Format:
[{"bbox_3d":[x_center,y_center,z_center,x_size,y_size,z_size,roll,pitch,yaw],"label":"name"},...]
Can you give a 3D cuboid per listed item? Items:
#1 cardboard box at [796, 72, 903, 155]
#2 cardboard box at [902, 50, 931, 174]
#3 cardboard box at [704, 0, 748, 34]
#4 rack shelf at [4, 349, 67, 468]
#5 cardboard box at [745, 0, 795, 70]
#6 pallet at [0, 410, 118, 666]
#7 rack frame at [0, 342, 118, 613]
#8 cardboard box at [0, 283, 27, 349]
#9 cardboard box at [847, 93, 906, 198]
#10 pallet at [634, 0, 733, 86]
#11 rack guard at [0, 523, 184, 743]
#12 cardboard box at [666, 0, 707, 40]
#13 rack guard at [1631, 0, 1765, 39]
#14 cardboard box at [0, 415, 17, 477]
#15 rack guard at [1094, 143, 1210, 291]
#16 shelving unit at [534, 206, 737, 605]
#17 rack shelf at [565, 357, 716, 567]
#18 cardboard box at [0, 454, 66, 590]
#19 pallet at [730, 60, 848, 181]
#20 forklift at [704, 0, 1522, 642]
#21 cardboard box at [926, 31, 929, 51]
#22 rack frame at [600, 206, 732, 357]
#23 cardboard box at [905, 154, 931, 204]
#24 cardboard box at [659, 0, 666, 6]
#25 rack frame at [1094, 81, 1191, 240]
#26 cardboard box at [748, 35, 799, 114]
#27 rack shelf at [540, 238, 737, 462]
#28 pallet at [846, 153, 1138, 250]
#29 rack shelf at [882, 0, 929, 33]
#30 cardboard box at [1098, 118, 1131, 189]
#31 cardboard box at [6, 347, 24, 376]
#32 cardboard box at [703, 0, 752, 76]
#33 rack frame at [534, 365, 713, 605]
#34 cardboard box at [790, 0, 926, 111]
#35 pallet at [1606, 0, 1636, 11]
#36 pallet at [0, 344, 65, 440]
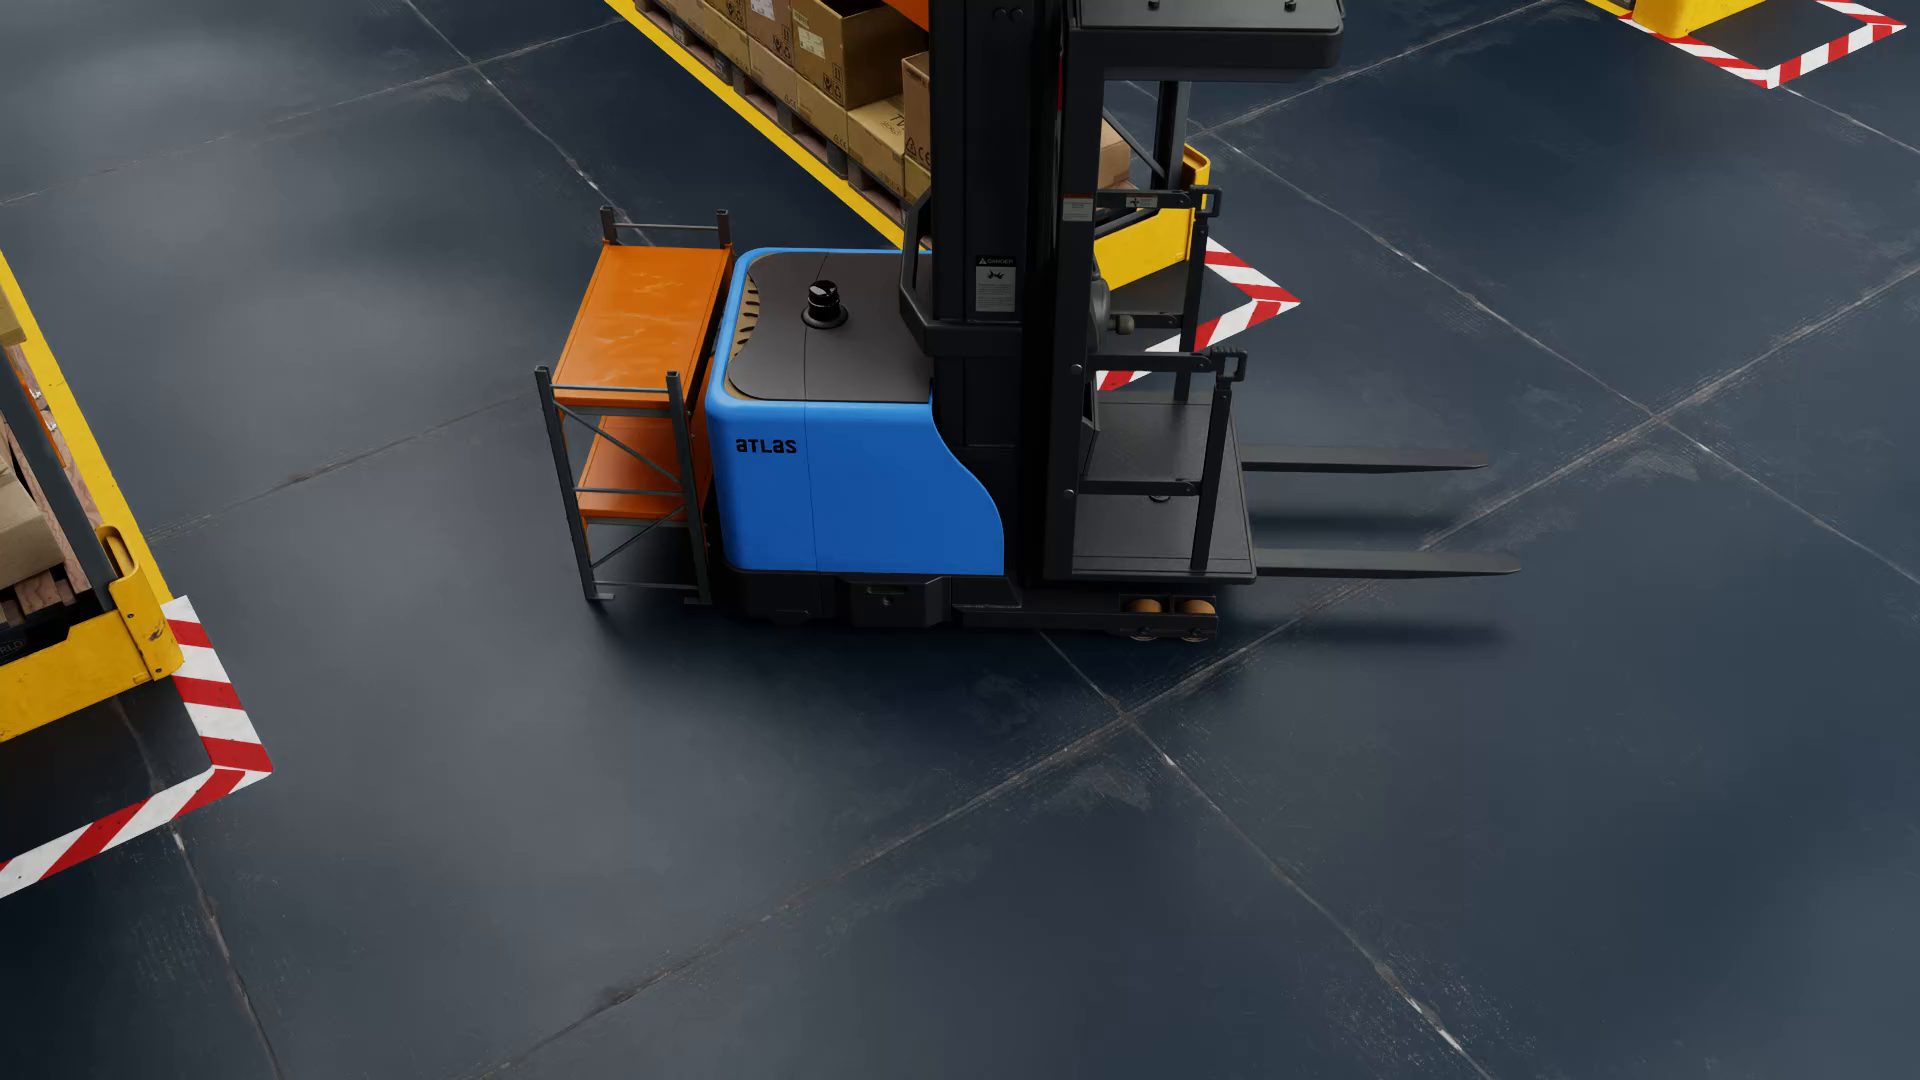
[{"bbox_3d":[-0.508,-2.297,8.671,0.500,0.250,0.500,-26,49,-24],"label":"cardboard box"},{"bbox_3d":[0.074,-2.006,7.823,0.500,0.500,0.500,-26,49,-24],"label":"cardboard box"},{"bbox_3d":[-1.083,-3.133,9.003,0.500,0.500,0.500,-26,49,-24],"label":"cardboard box"},{"bbox_3d":[-4.580,-1.305,6.466,1.077,0.370,4.000,-26,49,-24],"label":"rack shelf"},{"bbox_3d":[-0.795,-2.850,8.708,0.500,0.500,0.500,-26,49,-24],"label":"cardboard box"},{"bbox_3d":[-3.915,0.059,6.535,1.003,0.211,1.213,-26,49,-24],"label":"pallet"},{"bbox_3d":[-3.436,-0.432,5.031,1.000,3.000,0.127,-26,49,-24],"label":"rack frame"},{"bbox_3d":[-3.455,-0.787,5.496,0.500,0.250,0.500,-27,50,-26],"label":"cardboard box"},{"bbox_3d":[-0.220,-2.014,8.375,0.500,0.250,0.500,-26,49,-24],"label":"cardboard box"},{"bbox_3d":[-1.243,-3.181,9.929,1.003,0.211,1.213,-26,49,-24],"label":"pallet"},{"bbox_3d":[-3.479,0.429,5.939,1.175,0.500,0.348,-26,49,-24],"label":"rack guard"},{"bbox_3d":[-1.365,-3.147,9.561,0.500,0.250,0.500,-26,49,-24],"label":"cardboard box"},{"bbox_3d":[4.608,-3.466,10.019,1.175,0.500,0.348,-26,49,-24],"label":"rack guard"},{"bbox_3d":[-4.084,-0.369,6.593,0.500,0.311,0.500,-22,48,-21],"label":"cardboard box"},{"bbox_3d":[0.639,-1.474,7.932,1.175,0.500,0.348,-26,49,-24],"label":"rack guard"},{"bbox_3d":[-1.183,-0.526,6.486,0.538,1.125,1.048,3,44,3],"label":"shelving unit"},{"bbox_3d":[-1.183,-0.349,6.654,0.538,0.278,1.000,3,44,3],"label":"rack shelf"},{"bbox_3d":[-3.758,-0.046,6.255,0.500,0.311,0.500,-31,52,-29],"label":"cardboard box"},{"bbox_3d":[-0.541,-2.490,9.205,1.003,0.211,1.213,-26,49,-24],"label":"pallet"},{"bbox_3d":[0.629,-1.047,5.724,3.031,2.935,1.130,1,44,1],"label":"forklift"},{"bbox_3d":[-0.084,-2.772,8.626,0.500,0.500,0.500,-26,49,-24],"label":"cardboard box"},{"bbox_3d":[-1.150,-0.876,6.853,0.500,1.125,0.032,3,44,3],"label":"rack frame"},{"bbox_3d":[0.076,-1.736,8.083,0.500,0.250,0.500,-26,49,-24],"label":"cardboard box"},{"bbox_3d":[-1.647,-3.432,9.860,0.500,0.250,0.500,-26,49,-24],"label":"cardboard box"},{"bbox_3d":[0.625,-2.391,7.083,1.000,3.000,0.127,-26,49,-24],"label":"rack frame"},{"bbox_3d":[-0.792,-2.581,8.968,0.500,0.250,0.500,-26,49,-24],"label":"cardboard box"},{"bbox_3d":[-1.184,-0.738,6.284,0.538,0.278,1.000,3,44,3],"label":"rack shelf"},{"bbox_3d":[0.153,-1.799,8.482,1.003,0.211,1.213,-26,49,-24],"label":"pallet"},{"bbox_3d":[-0.519,-3.264,8.518,1.077,0.370,4.000,-26,49,-24],"label":"rack shelf"},{"bbox_3d":[0.501,-1.940,8.297,0.500,0.250,0.500,-26,49,-24],"label":"cardboard box"},{"bbox_3d":[-4.463,-0.873,6.984,0.700,0.500,0.500,-29,51,-27],"label":"cardboard box"},{"bbox_3d":[-1.083,-2.861,9.262,0.500,0.250,0.500,-26,49,-24],"label":"cardboard box"},{"bbox_3d":[-1.217,-0.176,6.119,0.500,1.125,0.032,3,44,3],"label":"rack frame"},{"bbox_3d":[-0.510,-2.567,8.410,0.500,0.500,0.500,-26,49,-24],"label":"cardboard box"},{"bbox_3d":[4.147,-3.824,10.603,1.003,0.211,1.213,-26,49,-24],"label":"pallet"},{"bbox_3d":[-4.609,-0.631,7.258,1.003,0.211,1.213,-26,49,-24],"label":"pallet"}]
